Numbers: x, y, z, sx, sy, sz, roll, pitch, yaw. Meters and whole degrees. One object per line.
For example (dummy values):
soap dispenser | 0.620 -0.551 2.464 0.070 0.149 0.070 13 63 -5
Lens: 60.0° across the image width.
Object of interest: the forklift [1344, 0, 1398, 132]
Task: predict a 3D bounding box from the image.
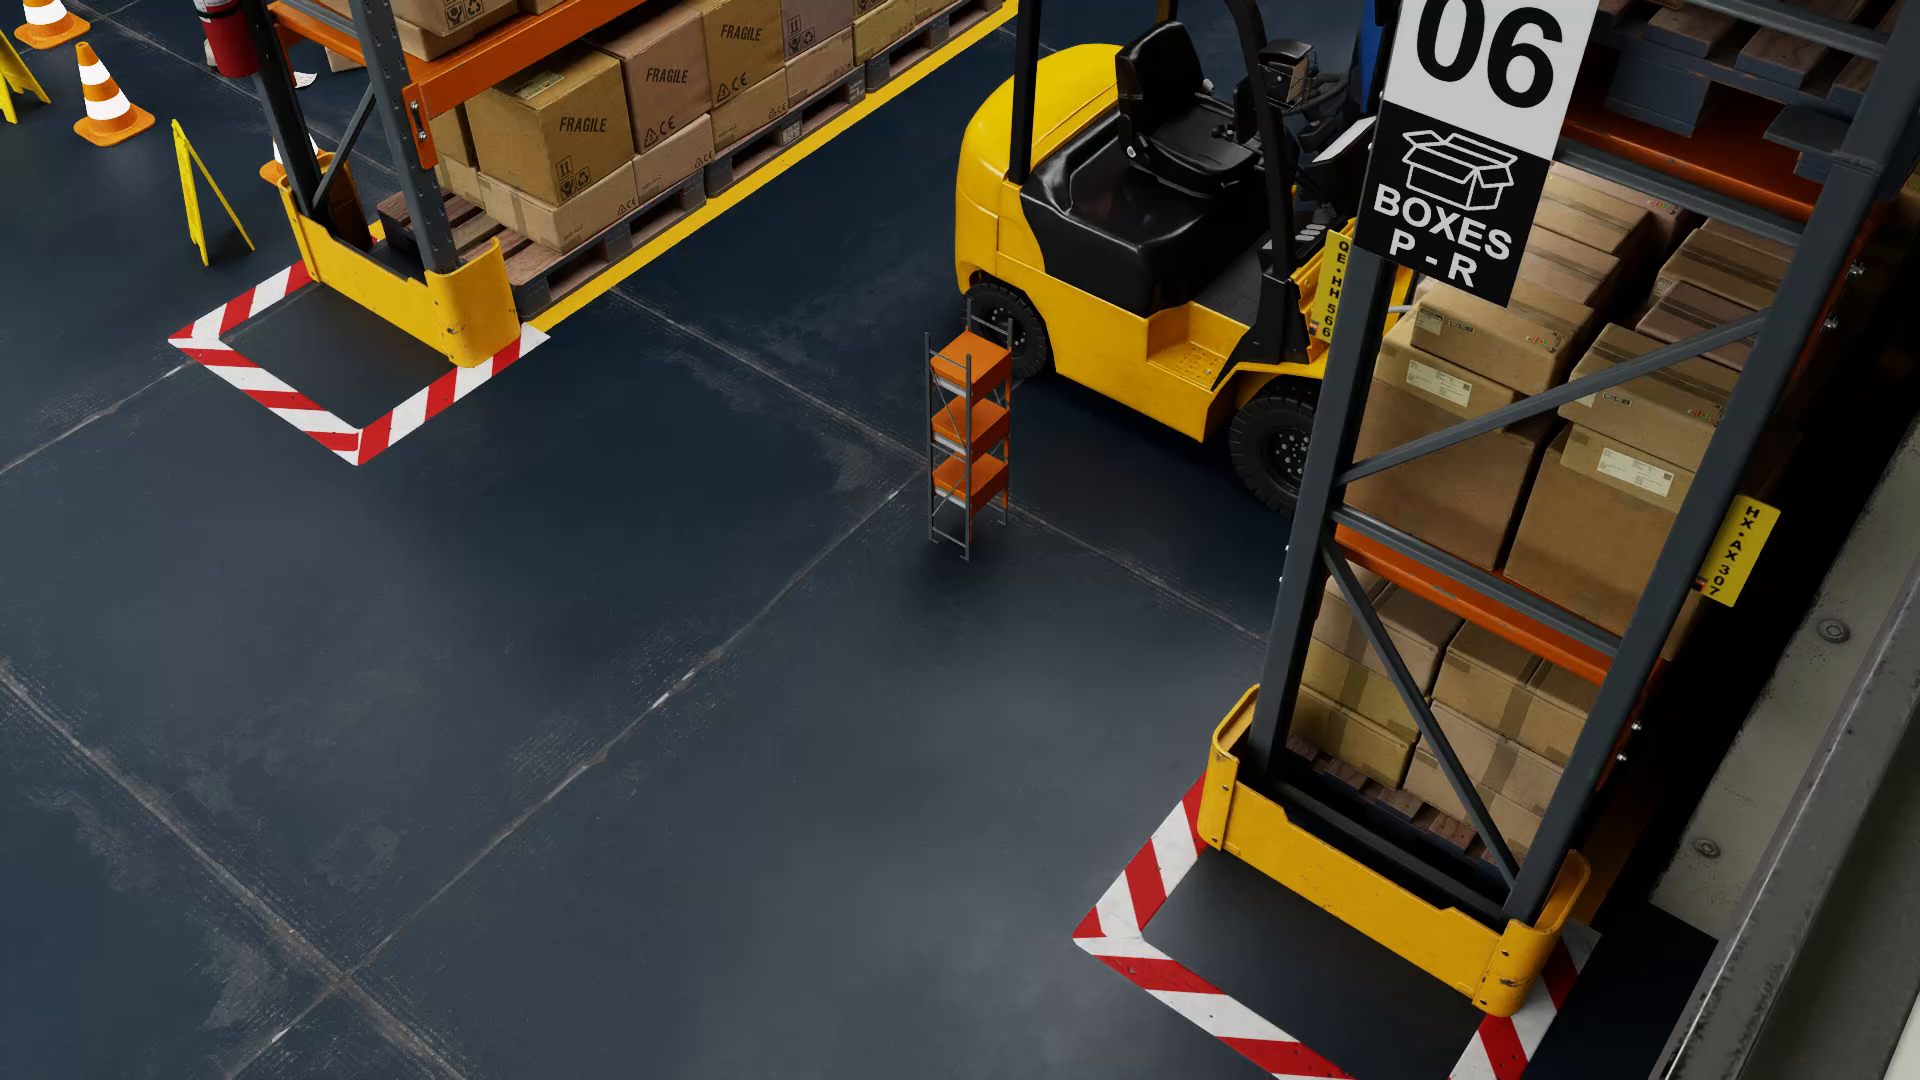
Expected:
forklift | 2.405 -2.407 6.885 1.130 2.935 3.031 6 47 6

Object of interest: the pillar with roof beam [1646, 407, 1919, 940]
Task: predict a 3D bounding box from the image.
pillar with roof beam | -0.904 -3.872 4.089 9.100 9.000 0.400 29 53 25

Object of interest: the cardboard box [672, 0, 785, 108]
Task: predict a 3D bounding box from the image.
cardboard box | -1.211 -2.481 8.001 0.500 0.500 0.500 30 53 26

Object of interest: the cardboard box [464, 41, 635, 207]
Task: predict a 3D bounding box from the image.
cardboard box | -1.841 -1.897 7.443 0.500 0.500 0.500 28 52 24

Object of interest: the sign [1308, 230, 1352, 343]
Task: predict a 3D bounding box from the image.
sign | 0.943 -0.627 4.173 0.100 0.325 0.005 29 53 25

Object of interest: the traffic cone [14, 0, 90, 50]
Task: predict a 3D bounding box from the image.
traffic cone | -5.097 -3.020 9.178 0.336 0.463 0.334 29 53 25

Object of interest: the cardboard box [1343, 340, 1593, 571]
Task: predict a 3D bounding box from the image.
cardboard box | 1.457 -0.329 4.784 0.500 0.500 0.500 28 52 24

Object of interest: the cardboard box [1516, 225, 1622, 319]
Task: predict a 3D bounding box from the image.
cardboard box | 1.542 -0.711 4.495 0.380 0.149 0.250 29 53 25

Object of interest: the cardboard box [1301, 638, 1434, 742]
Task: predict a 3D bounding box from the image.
cardboard box | 1.414 0.318 5.500 0.500 0.250 0.500 29 53 25

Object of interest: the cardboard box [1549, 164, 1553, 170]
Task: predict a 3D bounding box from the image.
cardboard box | 1.980 -1.069 5.042 0.380 0.149 0.250 28 52 24

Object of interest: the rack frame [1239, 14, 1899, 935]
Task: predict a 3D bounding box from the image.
rack frame | 1.363 0.103 4.440 1.000 3.000 0.127 29 53 25

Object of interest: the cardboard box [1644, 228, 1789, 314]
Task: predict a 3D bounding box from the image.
cardboard box | 2.075 -0.648 4.434 0.380 0.149 0.250 30 53 26

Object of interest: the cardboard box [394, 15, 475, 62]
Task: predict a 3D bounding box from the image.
cardboard box | -2.195 -2.105 6.723 0.380 0.149 0.250 29 53 25

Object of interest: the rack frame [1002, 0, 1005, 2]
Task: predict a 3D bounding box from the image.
rack frame | -0.121 -4.378 8.721 1.000 3.000 0.127 29 53 25

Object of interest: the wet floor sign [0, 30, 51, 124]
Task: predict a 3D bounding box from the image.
wet floor sign | -4.996 -2.515 8.569 0.267 0.644 0.232 21 50 19

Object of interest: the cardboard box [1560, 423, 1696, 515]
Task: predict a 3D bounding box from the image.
cardboard box | 1.776 -0.235 4.245 0.380 0.149 0.250 28 52 24

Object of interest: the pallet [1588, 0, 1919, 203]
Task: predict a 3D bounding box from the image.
pallet | 1.816 -1.296 3.763 1.003 0.211 1.213 29 53 25

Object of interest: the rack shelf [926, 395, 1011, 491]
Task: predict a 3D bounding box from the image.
rack shelf | 0.033 -0.386 6.270 0.215 0.259 0.240 29 53 25

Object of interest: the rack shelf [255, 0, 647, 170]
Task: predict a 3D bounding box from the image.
rack shelf | -1.344 -2.985 7.888 1.077 0.370 4.000 29 53 25

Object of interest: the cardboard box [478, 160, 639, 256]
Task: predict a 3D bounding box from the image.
cardboard box | -1.855 -1.624 7.701 0.500 0.250 0.500 29 53 25

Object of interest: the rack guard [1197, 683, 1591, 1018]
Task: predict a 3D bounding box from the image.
rack guard | 1.349 0.980 5.331 1.175 0.500 0.348 29 53 25

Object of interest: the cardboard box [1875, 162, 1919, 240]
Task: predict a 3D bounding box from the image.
cardboard box | 2.618 -1.052 4.820 0.380 0.149 0.250 28 52 24

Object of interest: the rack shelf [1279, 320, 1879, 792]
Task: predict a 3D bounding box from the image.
rack shelf | 2.586 -0.793 5.794 1.077 0.370 4.000 29 53 25

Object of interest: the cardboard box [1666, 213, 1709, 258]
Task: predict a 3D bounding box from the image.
cardboard box | 2.094 -0.915 5.344 0.500 0.500 0.500 28 53 24

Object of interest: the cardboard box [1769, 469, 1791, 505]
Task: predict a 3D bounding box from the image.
cardboard box | 3.056 -0.437 6.567 0.500 0.250 0.500 29 53 25

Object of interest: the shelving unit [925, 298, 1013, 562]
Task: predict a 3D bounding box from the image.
shelving unit | 0.033 -0.393 6.263 0.215 1.050 0.252 29 53 25

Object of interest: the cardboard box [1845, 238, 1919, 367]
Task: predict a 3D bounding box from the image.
cardboard box | 2.807 -0.975 5.401 0.500 0.500 0.500 30 53 26

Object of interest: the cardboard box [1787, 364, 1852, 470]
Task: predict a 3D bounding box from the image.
cardboard box | 3.061 -0.594 6.372 0.500 0.250 0.500 29 53 25

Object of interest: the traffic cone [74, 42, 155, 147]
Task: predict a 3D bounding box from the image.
traffic cone | -4.411 -2.326 8.514 0.336 0.463 0.334 29 53 25

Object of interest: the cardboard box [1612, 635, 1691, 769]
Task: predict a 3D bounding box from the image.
cardboard box | 2.148 0.436 5.733 0.500 0.250 0.500 30 53 25

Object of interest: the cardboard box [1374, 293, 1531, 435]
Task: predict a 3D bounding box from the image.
cardboard box | 1.354 -0.478 4.477 0.380 0.149 0.250 30 53 25

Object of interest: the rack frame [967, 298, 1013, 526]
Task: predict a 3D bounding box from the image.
rack frame | 0.107 -0.463 6.329 0.200 1.050 0.008 29 53 25

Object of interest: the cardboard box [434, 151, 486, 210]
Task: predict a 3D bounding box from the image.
cardboard box | -2.271 -1.880 7.945 0.500 0.250 0.500 29 53 25

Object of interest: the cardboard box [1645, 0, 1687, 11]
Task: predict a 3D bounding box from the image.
cardboard box | 1.441 -1.508 3.476 0.500 0.500 0.500 31 54 26

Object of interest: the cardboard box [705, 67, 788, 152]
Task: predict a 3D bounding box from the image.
cardboard box | -1.213 -2.230 8.280 0.500 0.250 0.500 33 54 27

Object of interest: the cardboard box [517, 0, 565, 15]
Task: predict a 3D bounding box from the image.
cardboard box | -1.826 -2.372 6.978 0.380 0.149 0.250 28 52 24

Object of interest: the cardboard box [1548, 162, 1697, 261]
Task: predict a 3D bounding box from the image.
cardboard box | 1.892 -0.983 4.754 0.380 0.149 0.250 30 53 25

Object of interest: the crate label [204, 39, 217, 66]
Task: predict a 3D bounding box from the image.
crate label | -3.979 -2.690 9.088 0.250 0.136 0.298 6 47 5

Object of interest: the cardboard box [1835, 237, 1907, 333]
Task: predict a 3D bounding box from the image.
cardboard box | 2.457 -0.784 4.770 0.380 0.149 0.250 30 53 25

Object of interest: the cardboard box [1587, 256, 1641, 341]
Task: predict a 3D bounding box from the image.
cardboard box | 1.694 -0.759 4.746 0.380 0.149 0.250 30 53 26

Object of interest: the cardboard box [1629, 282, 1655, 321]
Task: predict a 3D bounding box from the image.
cardboard box | 2.037 -0.547 4.543 0.380 0.149 0.250 28 53 24

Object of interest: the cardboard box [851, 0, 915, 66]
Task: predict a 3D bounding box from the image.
cardboard box | -0.588 -2.807 8.831 0.500 0.250 0.500 28 52 24

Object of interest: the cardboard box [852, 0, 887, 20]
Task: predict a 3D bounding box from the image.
cardboard box | -0.580 -3.083 8.577 0.500 0.500 0.500 30 53 26

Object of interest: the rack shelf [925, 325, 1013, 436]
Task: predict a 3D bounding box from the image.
rack shelf | 0.033 -0.582 6.065 0.215 0.259 0.240 29 53 25

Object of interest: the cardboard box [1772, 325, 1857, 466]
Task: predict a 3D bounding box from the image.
cardboard box | 2.187 -0.400 4.852 0.500 0.500 0.500 31 54 26

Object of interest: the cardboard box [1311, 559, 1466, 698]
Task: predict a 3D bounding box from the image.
cardboard box | 1.398 0.161 5.304 0.500 0.250 0.500 31 54 26

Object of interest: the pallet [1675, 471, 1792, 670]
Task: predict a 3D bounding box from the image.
pallet | 2.544 -0.085 6.548 1.003 0.211 1.213 29 53 25

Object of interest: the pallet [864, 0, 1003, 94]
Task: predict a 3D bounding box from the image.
pallet | -0.504 -3.015 9.347 1.003 0.211 1.213 29 53 25

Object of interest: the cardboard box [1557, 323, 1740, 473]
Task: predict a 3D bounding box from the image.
cardboard box | 1.738 -0.356 4.155 0.380 0.149 0.250 28 53 24

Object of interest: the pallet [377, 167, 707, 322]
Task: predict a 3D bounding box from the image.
pallet | -1.996 -1.619 8.013 1.003 0.211 1.213 29 53 25
